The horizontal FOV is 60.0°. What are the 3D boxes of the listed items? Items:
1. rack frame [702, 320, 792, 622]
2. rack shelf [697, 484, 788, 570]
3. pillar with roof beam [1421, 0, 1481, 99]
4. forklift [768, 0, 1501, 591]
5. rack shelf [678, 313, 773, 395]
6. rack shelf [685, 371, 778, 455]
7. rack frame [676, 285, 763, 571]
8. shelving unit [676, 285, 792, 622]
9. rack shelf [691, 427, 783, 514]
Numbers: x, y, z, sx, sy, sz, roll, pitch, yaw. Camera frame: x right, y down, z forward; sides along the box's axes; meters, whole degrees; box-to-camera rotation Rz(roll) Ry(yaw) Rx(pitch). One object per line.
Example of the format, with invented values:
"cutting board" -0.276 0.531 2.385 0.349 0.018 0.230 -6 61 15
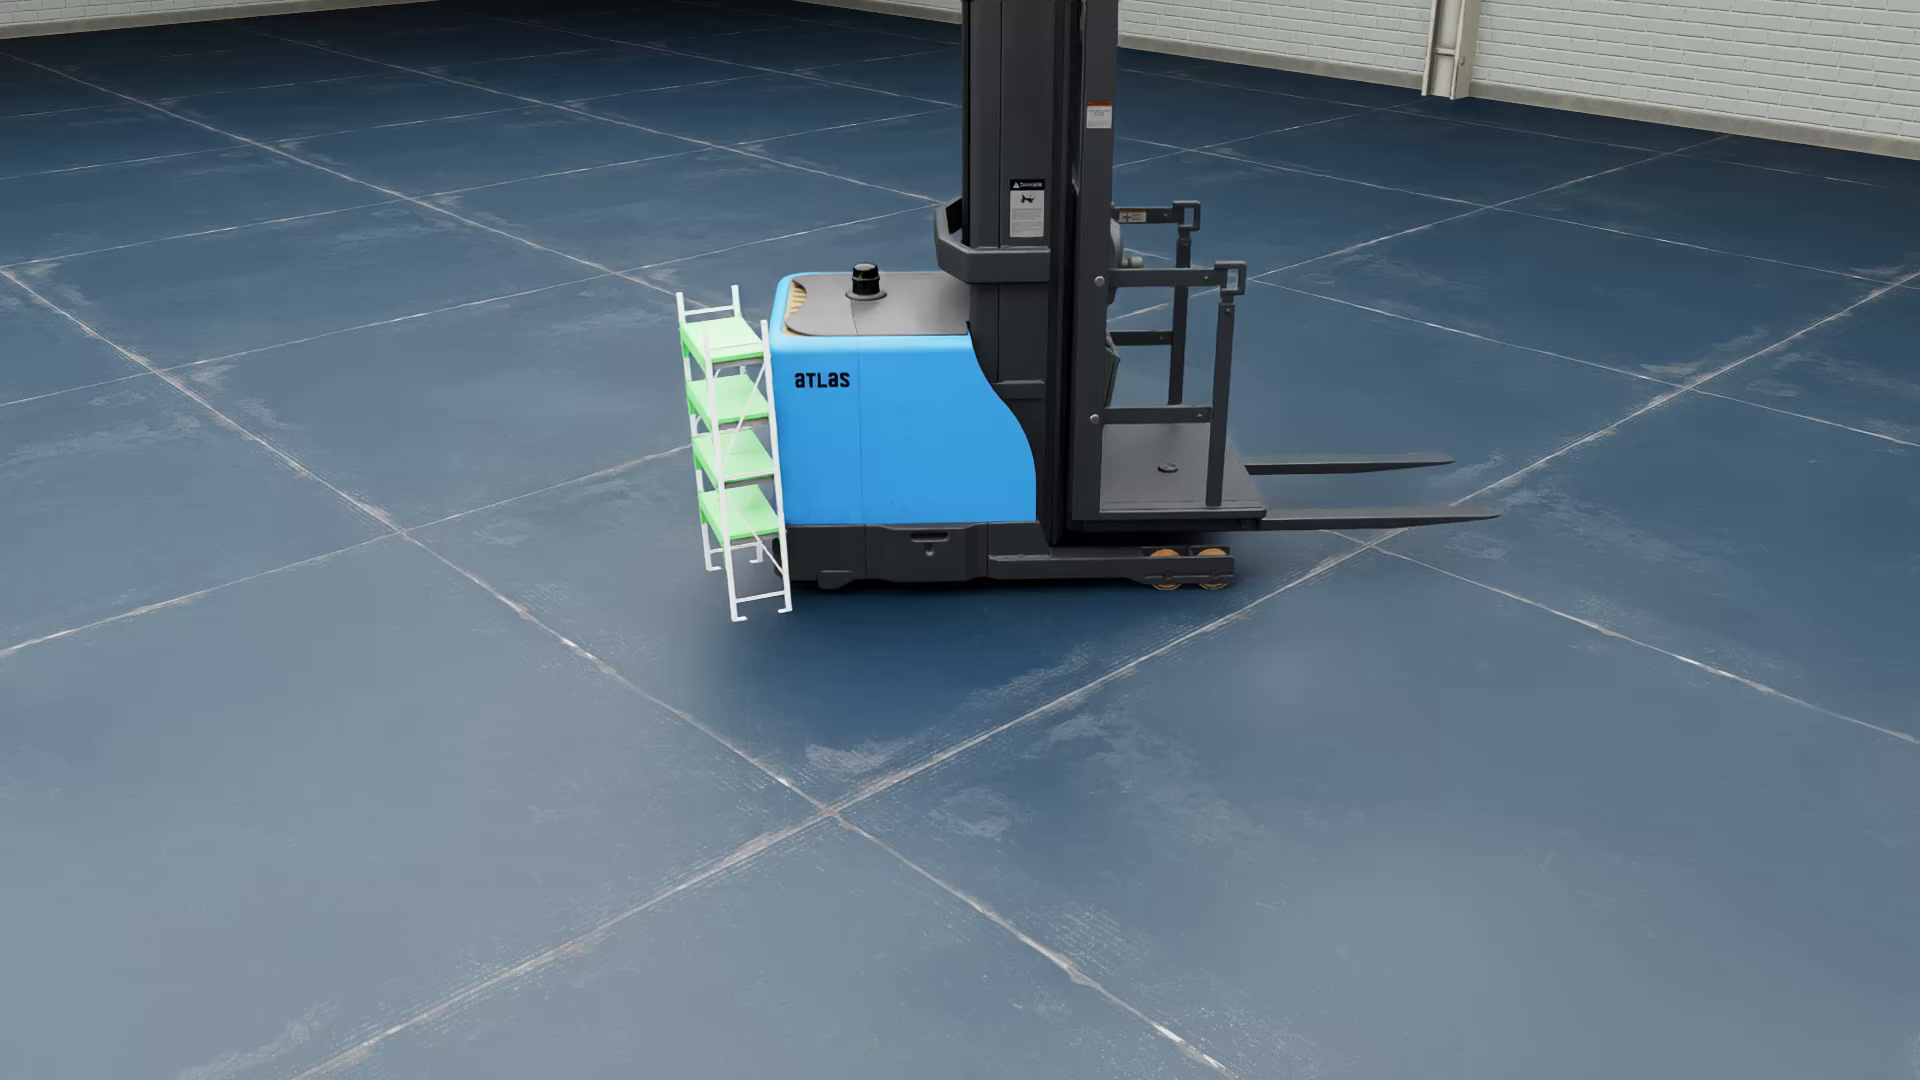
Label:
"rack frame" -0.804 -0.244 6.328 0.240 1.200 0.015 -10 26 -17
"rack shelf" -0.876 -0.065 6.667 0.258 0.148 0.480 -10 26 -17
"pillar with roof beam" 1.969 -7.555 12.970 9.100 9.000 0.400 -21 32 -38
"forklift" 0.733 -1.346 6.669 3.031 2.935 1.130 -1 25 -2
"rack shelf" -0.899 -0.716 6.361 0.258 0.148 0.480 -10 26 -17
"rack shelf" -0.891 -0.499 6.463 0.258 0.148 0.480 -10 26 -17
"rack frame" -0.967 -0.435 6.747 0.240 1.200 0.015 -10 26 -17
"shelving unit" -0.886 -0.340 6.538 0.258 1.200 0.503 -10 26 -17
"rack shelf" -0.884 -0.282 6.565 0.258 0.148 0.480 -10 26 -17
